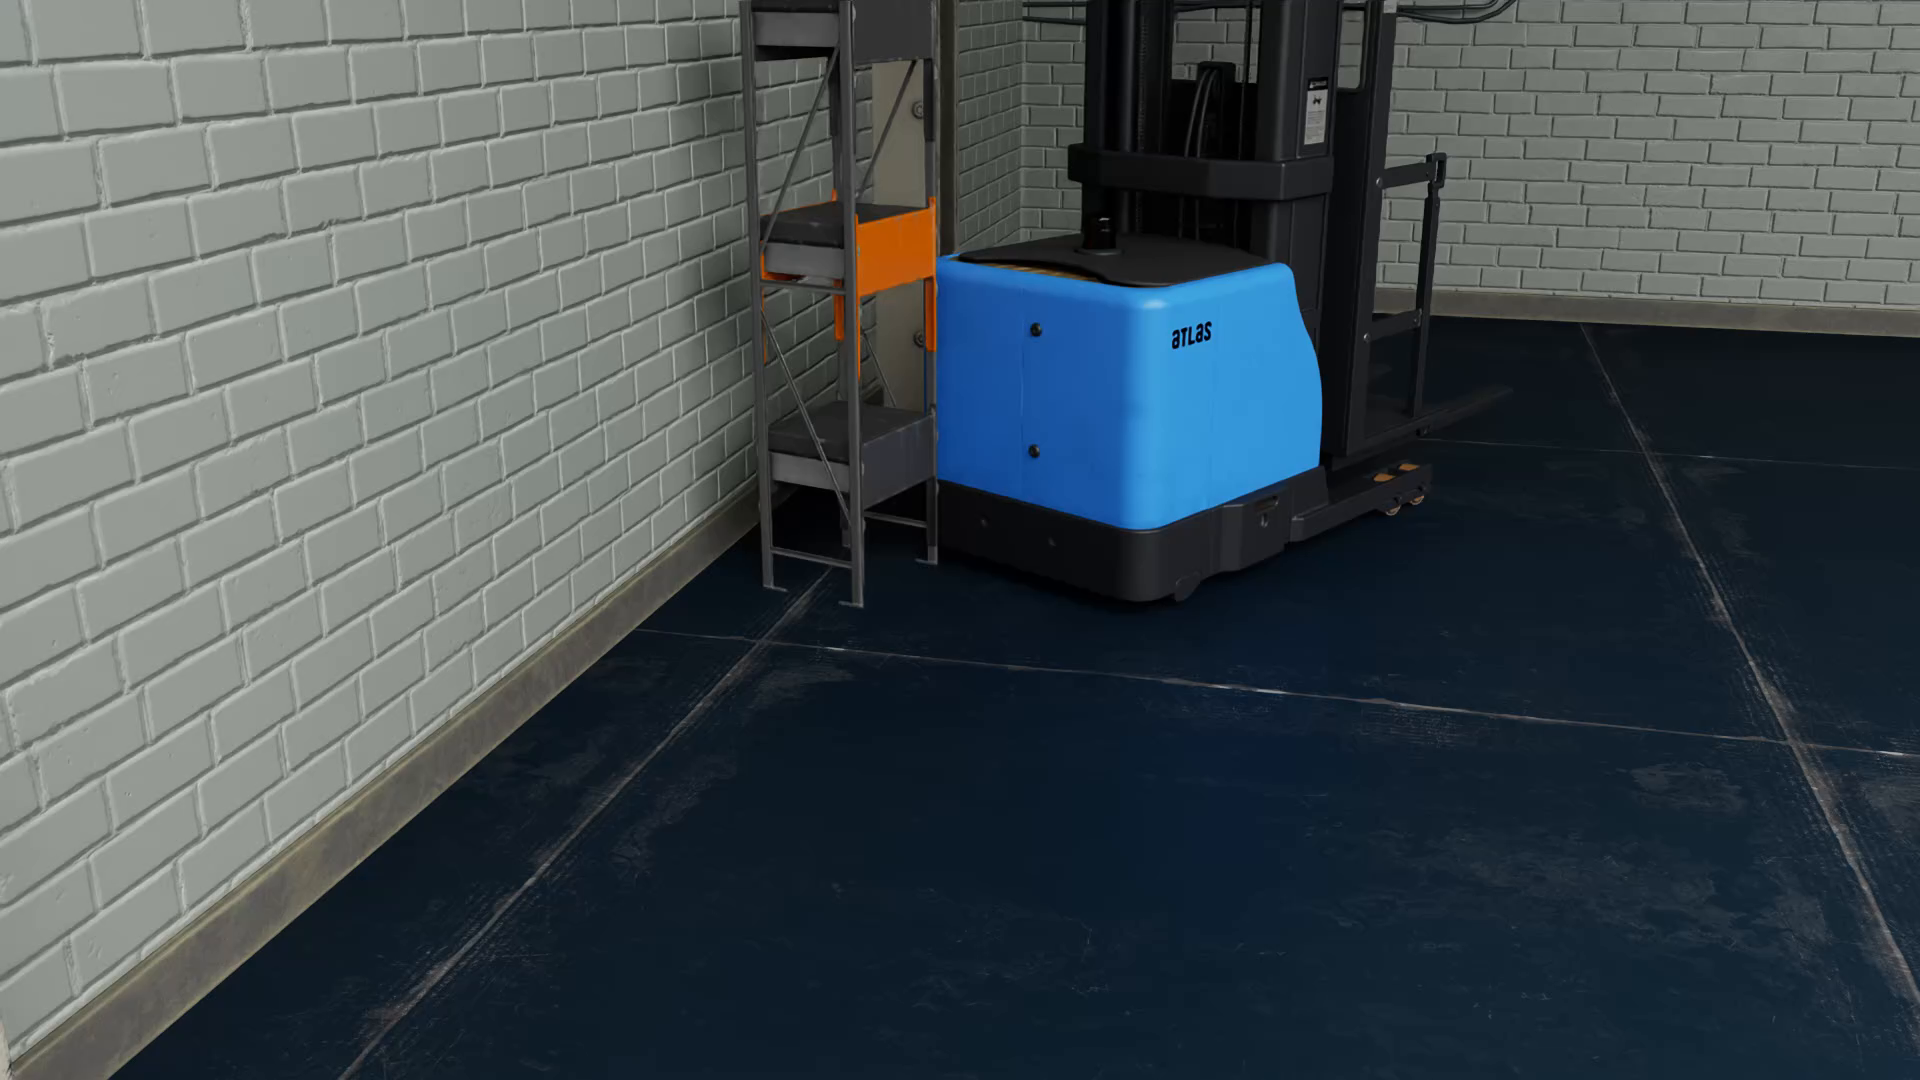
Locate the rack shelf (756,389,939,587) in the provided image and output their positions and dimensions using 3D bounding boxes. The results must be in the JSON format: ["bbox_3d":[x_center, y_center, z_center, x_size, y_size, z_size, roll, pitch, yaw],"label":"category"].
[{"bbox_3d":[-0.377,-0.190,5.704,0.431,0.518,0.480,10,21,28],"label":"rack shelf"}]

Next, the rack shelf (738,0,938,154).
[{"bbox_3d":[-0.377,-1.515,5.251,0.431,0.518,0.480,10,21,28],"label":"rack shelf"}]

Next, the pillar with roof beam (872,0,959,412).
[{"bbox_3d":[3.973,-4.563,5.625,9.100,9.000,0.400,5,19,13],"label":"pillar with roof beam"}]

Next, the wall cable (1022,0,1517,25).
[{"bbox_3d":[1.800,-4.253,9.520,3.097,2.526,0.112,5,19,13],"label":"wall cable"}]

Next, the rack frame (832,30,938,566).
[{"bbox_3d":[-0.256,-0.934,5.674,0.400,2.100,0.015,10,21,28],"label":"rack frame"}]

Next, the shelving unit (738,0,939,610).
[{"bbox_3d":[-0.377,-0.866,5.473,0.431,2.100,0.503,10,21,28],"label":"shelving unit"}]

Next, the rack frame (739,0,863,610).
[{"bbox_3d":[-0.498,-0.797,5.273,0.400,2.100,0.015,10,21,28],"label":"rack frame"}]

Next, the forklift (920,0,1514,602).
[{"bbox_3d":[1.229,-1.578,6.274,1.130,2.935,3.031,17,25,40],"label":"forklift"}]

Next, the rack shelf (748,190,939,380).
[{"bbox_3d":[-0.377,-0.853,5.478,0.431,0.518,0.480,10,21,28],"label":"rack shelf"}]
